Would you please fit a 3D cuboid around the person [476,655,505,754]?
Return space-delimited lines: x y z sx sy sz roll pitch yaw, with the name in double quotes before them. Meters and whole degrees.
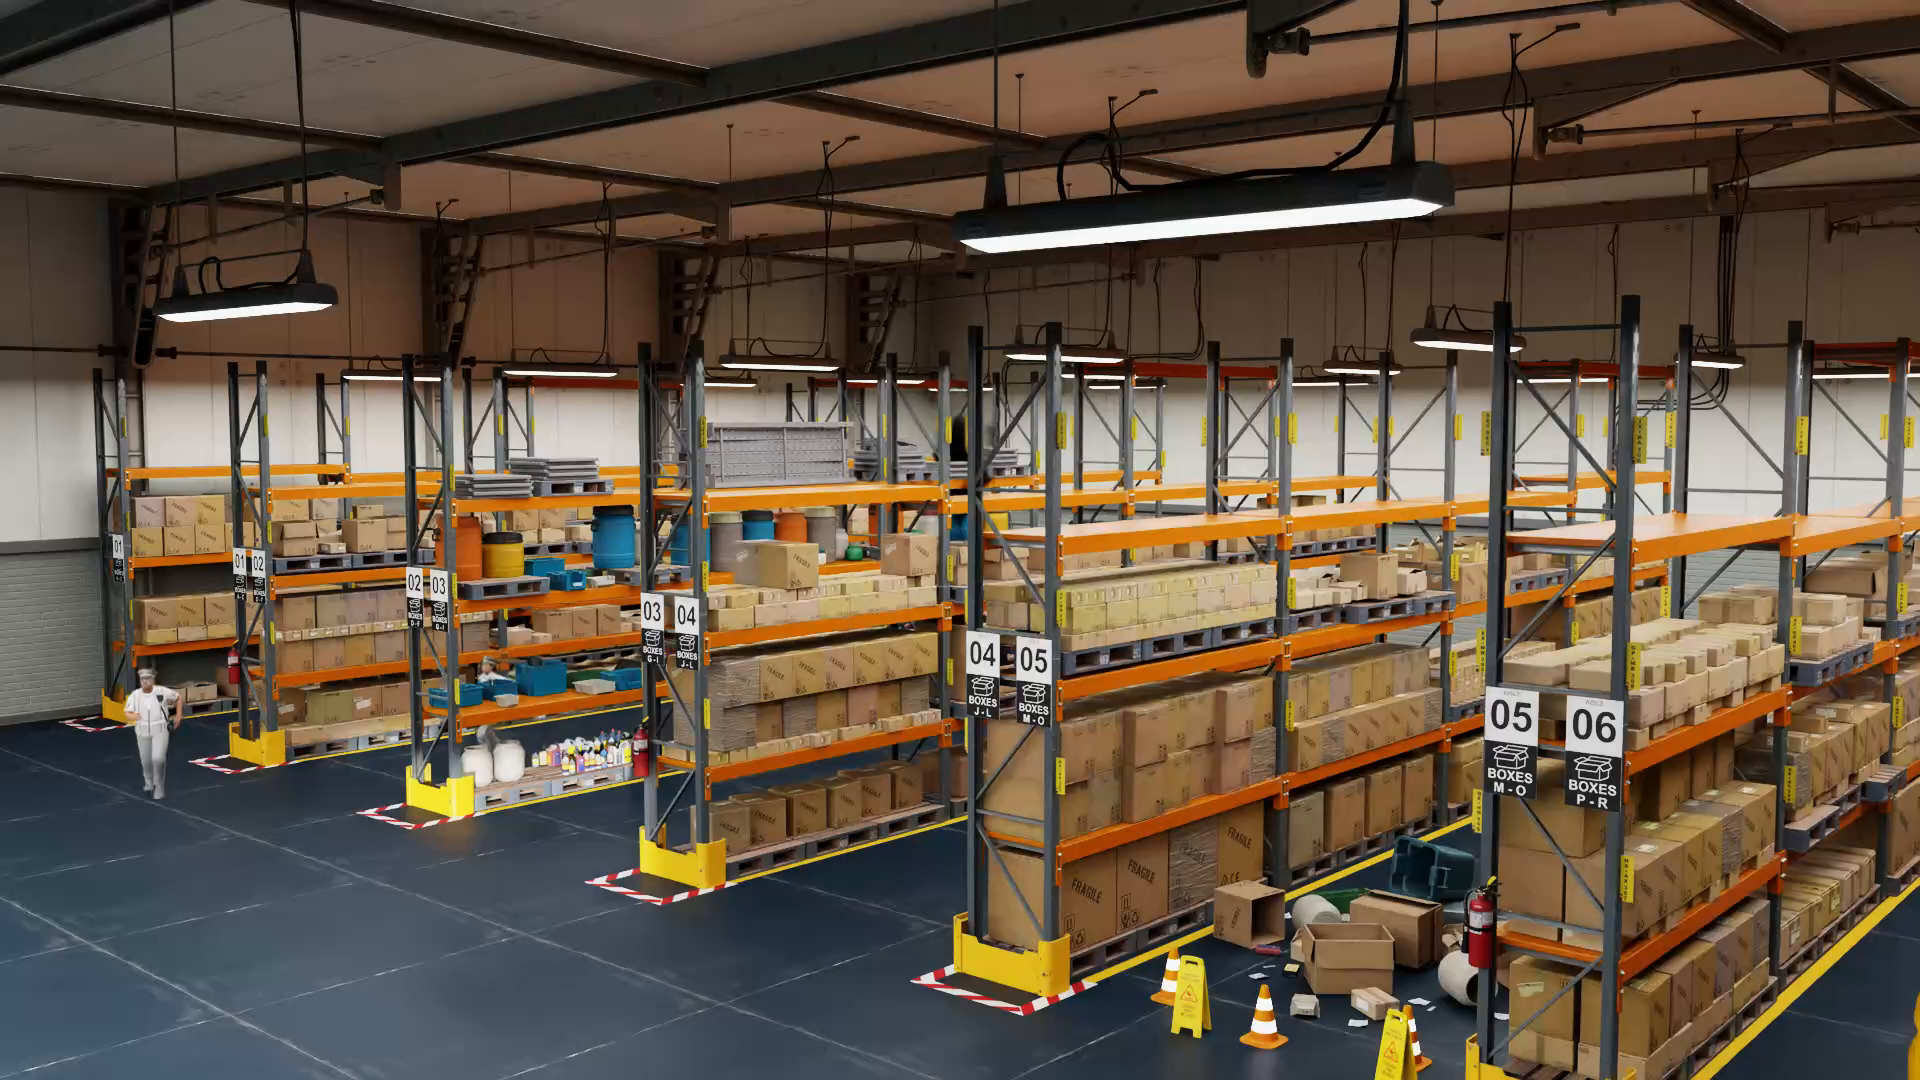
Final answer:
"person" -6.883 2.540 24.280 0.592 1.729 0.684 4 6 42

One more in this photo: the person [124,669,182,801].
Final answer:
"person" -10.950 2.625 22.571 0.674 1.808 0.896 -1 4 -13
